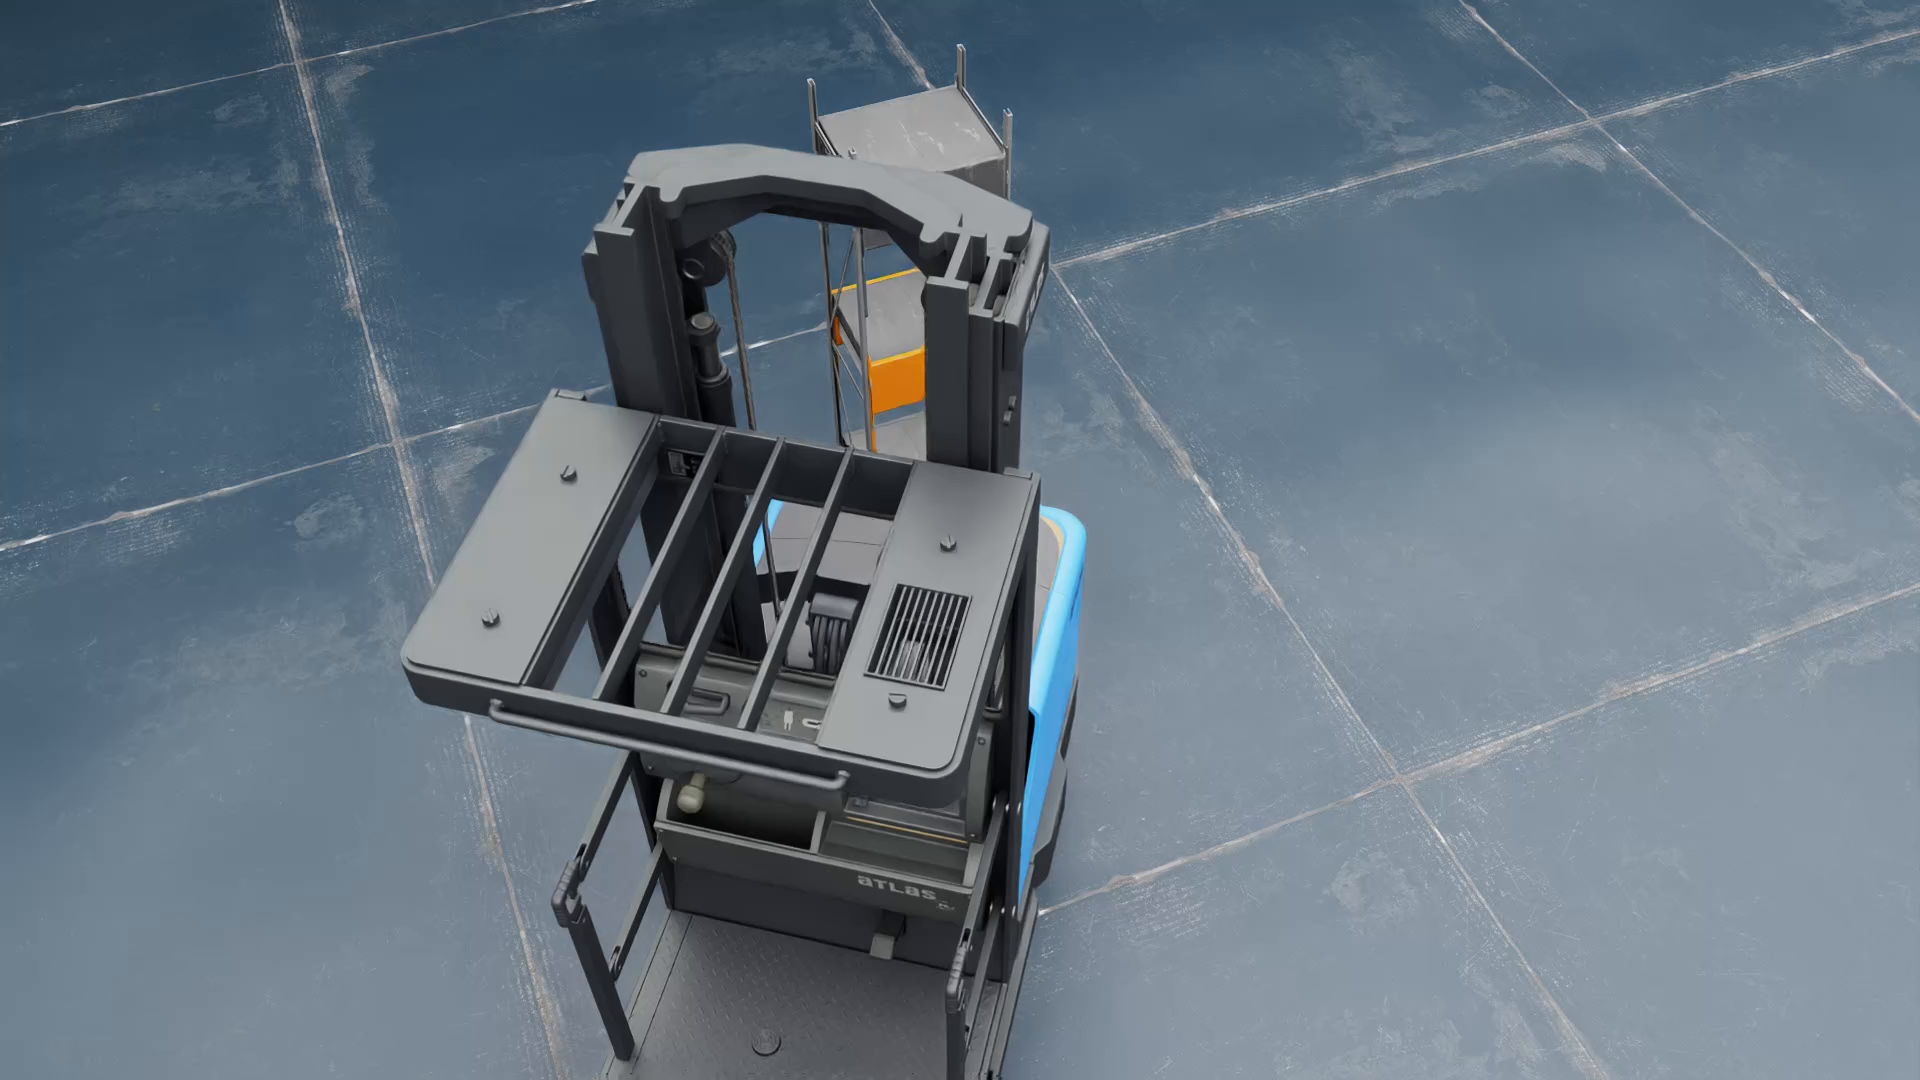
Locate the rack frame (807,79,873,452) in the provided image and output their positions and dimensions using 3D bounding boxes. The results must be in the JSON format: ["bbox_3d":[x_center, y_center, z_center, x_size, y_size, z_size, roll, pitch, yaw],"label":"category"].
[{"bbox_3d":[-0.379,-0.567,5.693,0.015,2.100,0.400,-17,52,-14],"label":"rack frame"}]

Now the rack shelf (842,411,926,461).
[{"bbox_3d":[-0.153,-0.172,6.295,0.480,0.518,0.431,-17,52,-14],"label":"rack shelf"}]

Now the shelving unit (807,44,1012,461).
[{"bbox_3d":[-0.153,-0.637,5.753,0.503,2.100,0.431,-17,52,-14],"label":"shelving unit"}]

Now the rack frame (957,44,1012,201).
[{"bbox_3d":[0.073,-0.707,5.814,0.015,2.100,0.400,-17,52,-14],"label":"rack frame"}]

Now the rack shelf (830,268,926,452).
[{"bbox_3d":[-0.153,-0.628,5.764,0.480,0.518,0.431,-17,52,-14],"label":"rack shelf"}]

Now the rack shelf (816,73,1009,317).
[{"bbox_3d":[-0.153,-1.084,5.233,0.480,0.518,0.431,-17,52,-14],"label":"rack shelf"}]

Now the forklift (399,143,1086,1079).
[{"bbox_3d":[-0.429,0.661,4.091,1.130,2.935,3.031,10,50,9],"label":"forklift"}]
